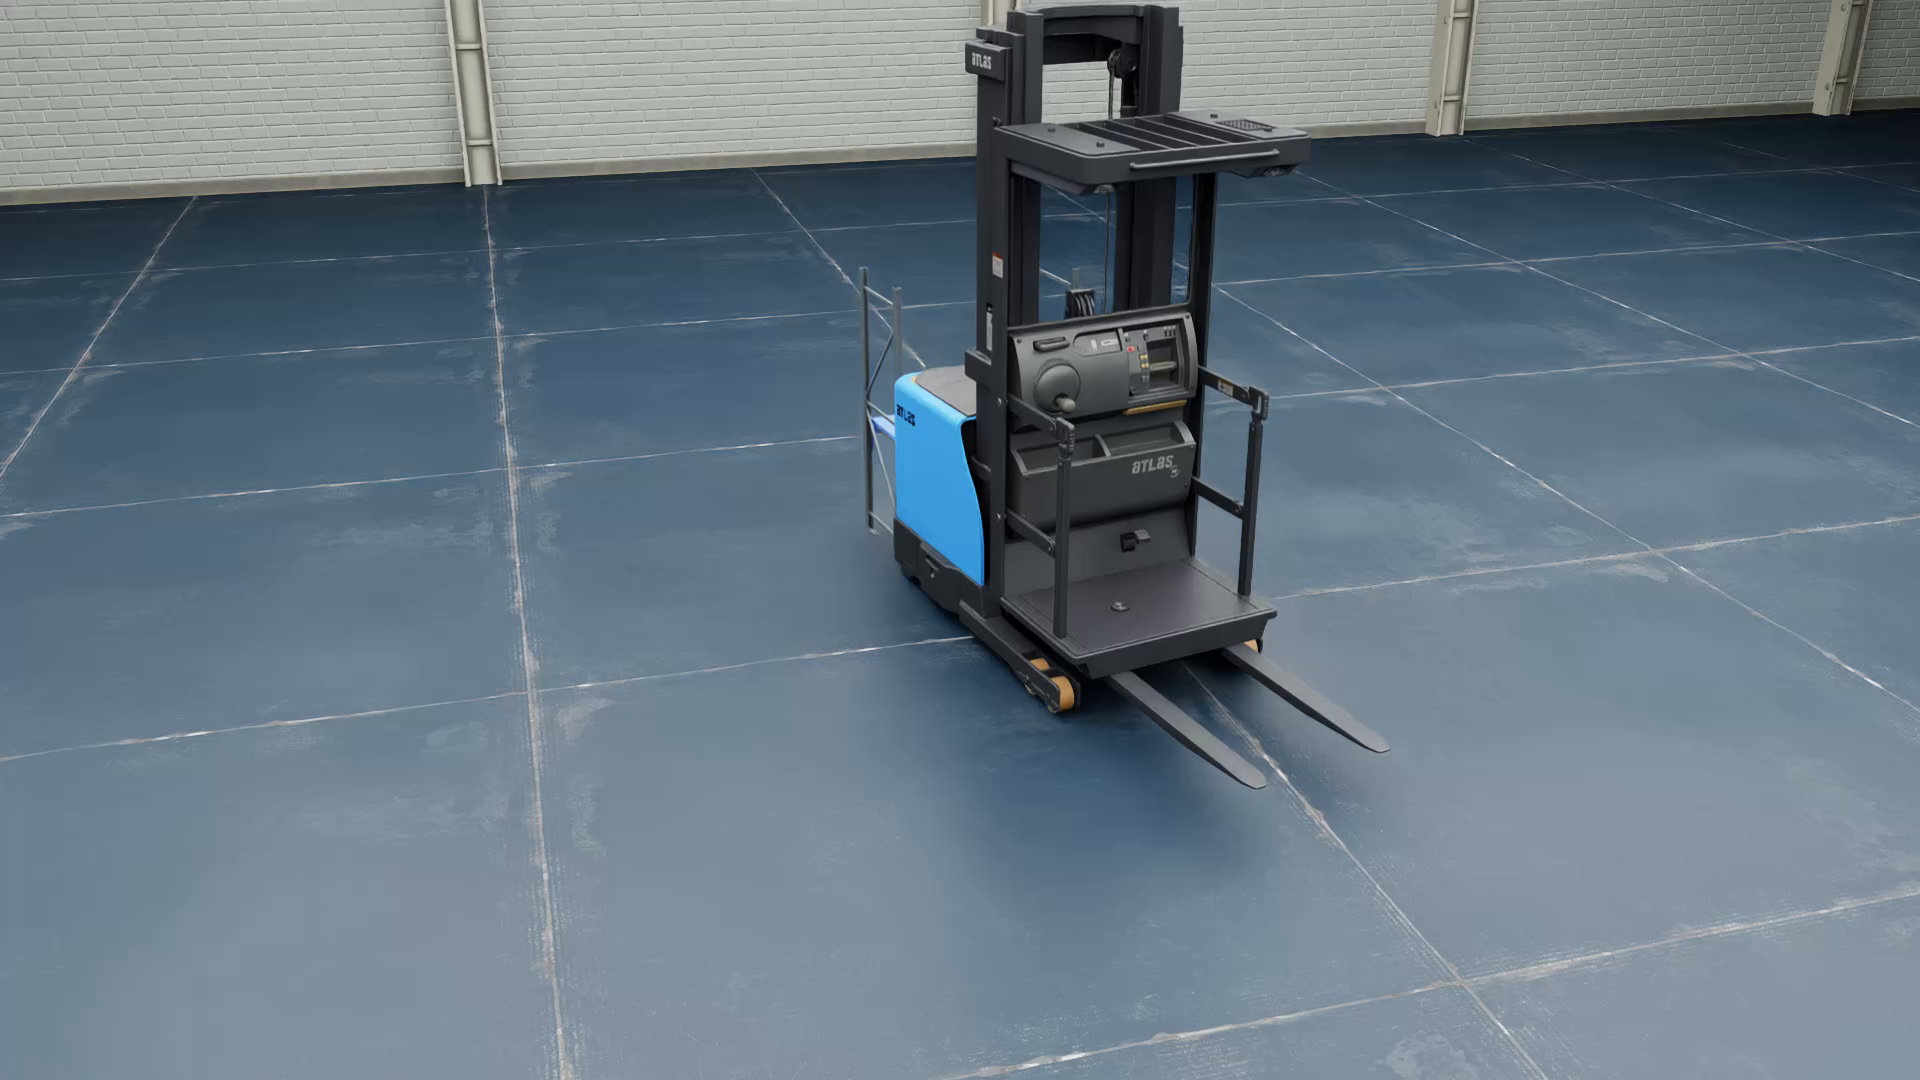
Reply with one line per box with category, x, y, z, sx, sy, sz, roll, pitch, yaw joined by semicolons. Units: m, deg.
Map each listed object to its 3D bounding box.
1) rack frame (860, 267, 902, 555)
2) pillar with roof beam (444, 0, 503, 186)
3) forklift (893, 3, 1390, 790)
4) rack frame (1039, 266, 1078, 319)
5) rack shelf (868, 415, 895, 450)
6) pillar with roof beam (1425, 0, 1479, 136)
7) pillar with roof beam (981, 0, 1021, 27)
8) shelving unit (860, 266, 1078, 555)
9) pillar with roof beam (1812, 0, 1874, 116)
rack frame;-0.415;-0.668;8.905;0.032;1.500;0.500;-10;25;-23
pillar with roof beam;-4.139;-6.478;12.936;0.400;9.000;9.100;-6;24;-14
forklift;0.762;-0.771;7.330;1.130;2.935;3.031;-11;26;-24
rack frame;0.509;-0.836;9.296;0.032;1.500;0.500;-10;25;-23
rack shelf;0.047;-0.587;9.171;1.000;0.185;0.538;-10;25;-23
pillar with roof beam;7.415;-7.756;15.915;0.400;9.000;9.100;-6;24;-14
pillar with roof beam;1.638;-7.117;14.425;0.400;9.000;9.100;-6;24;-14
shelving unit;0.047;-0.752;9.100;1.048;1.500;0.538;-10;25;-23
pillar with roof beam;13.192;-8.396;17.404;0.400;9.000;9.100;-6;24;-14
